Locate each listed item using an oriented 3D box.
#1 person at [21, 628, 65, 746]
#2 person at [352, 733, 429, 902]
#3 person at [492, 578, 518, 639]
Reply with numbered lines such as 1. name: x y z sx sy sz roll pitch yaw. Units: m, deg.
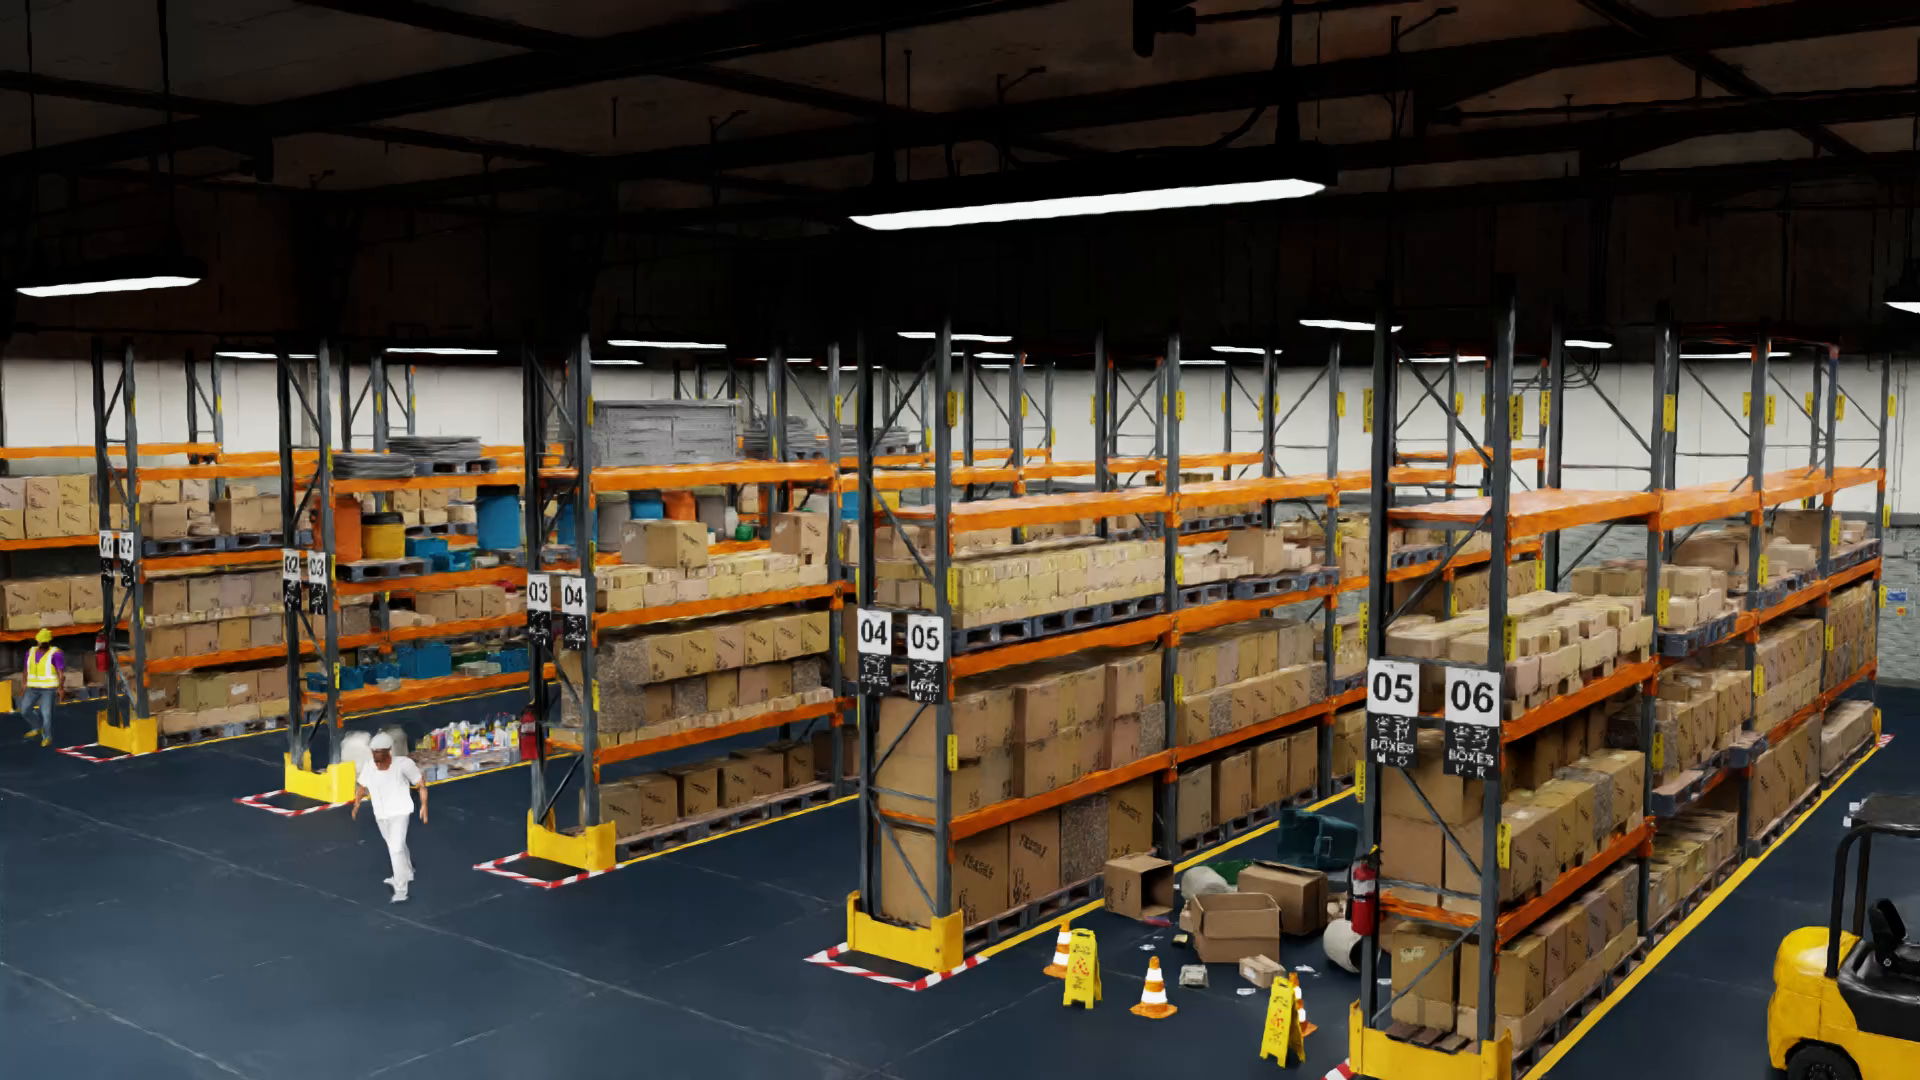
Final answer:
1. person: -13.577 2.162 24.583 0.733 1.743 0.520 0 5 0
2. person: -5.861 2.816 17.207 0.710 1.703 0.836 2 5 21
3. person: -9.290 1.385 33.764 0.536 1.656 1.036 3 6 29
